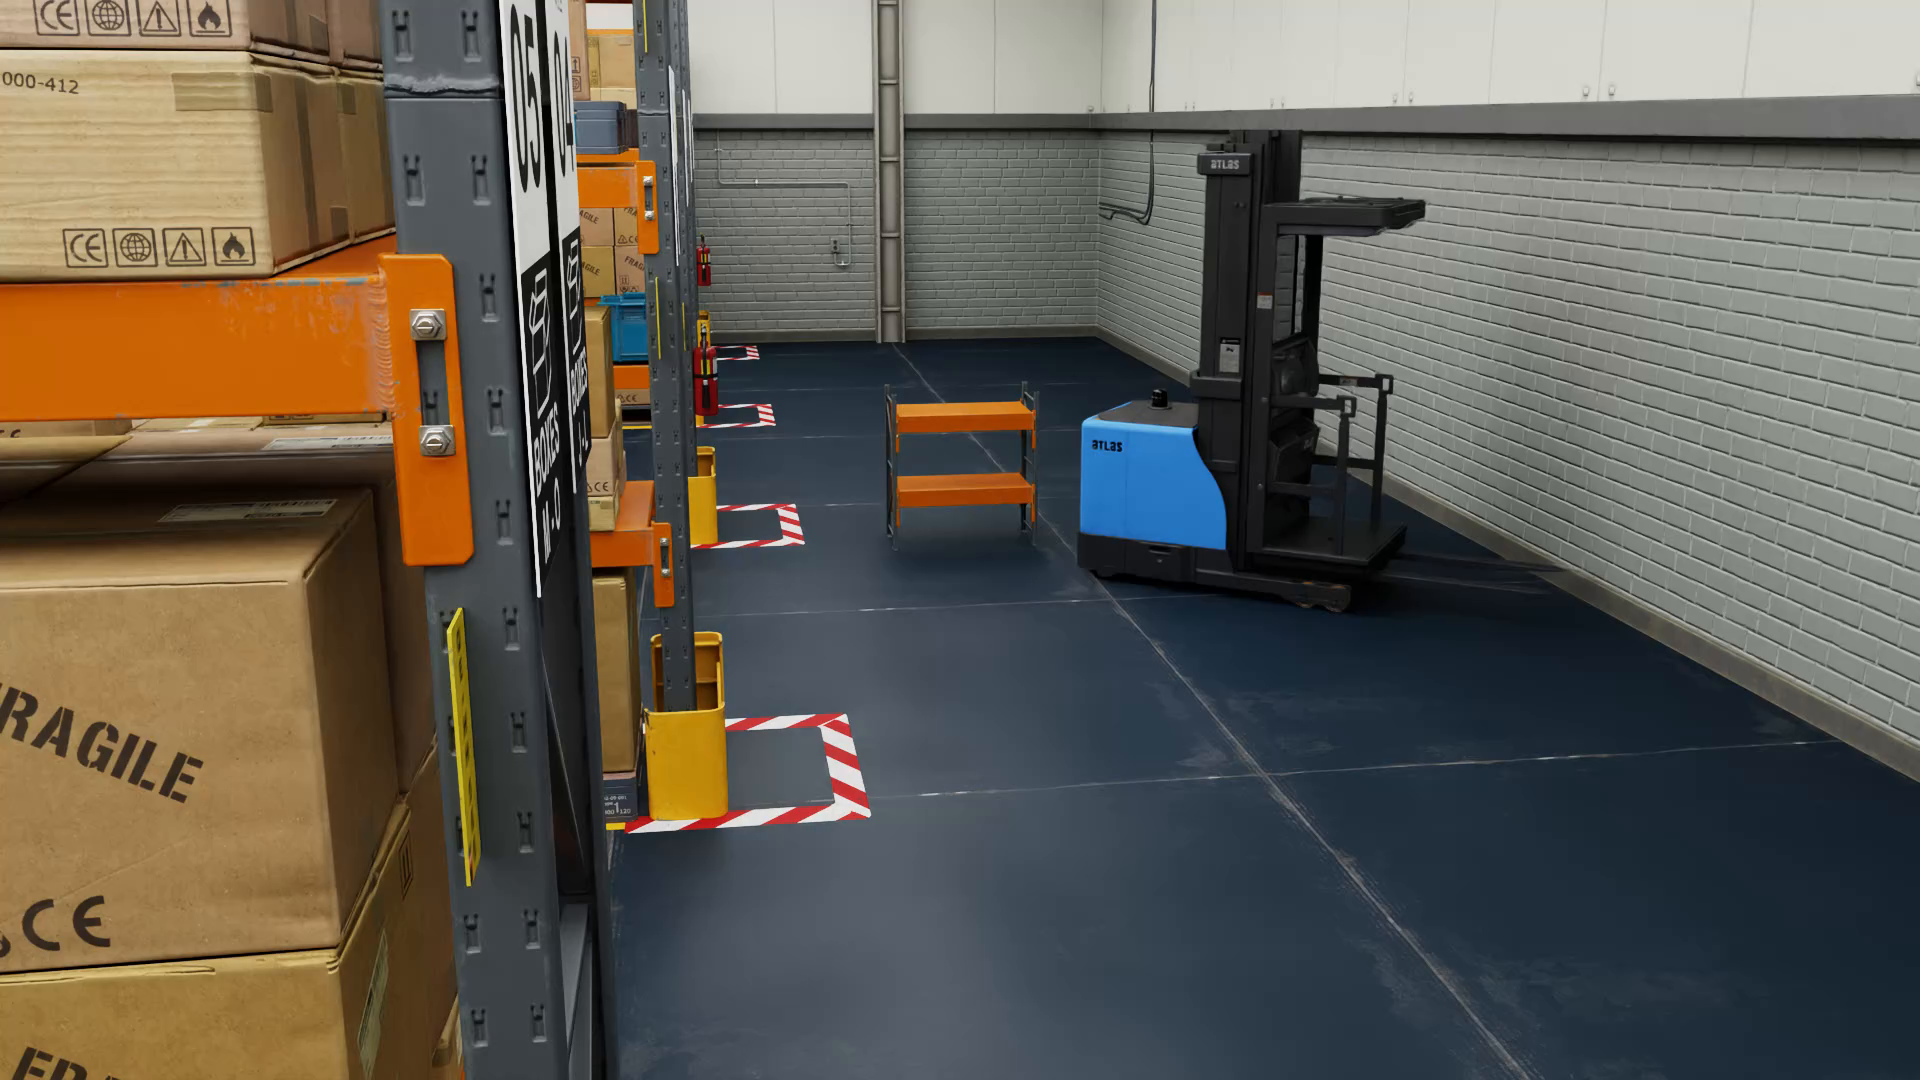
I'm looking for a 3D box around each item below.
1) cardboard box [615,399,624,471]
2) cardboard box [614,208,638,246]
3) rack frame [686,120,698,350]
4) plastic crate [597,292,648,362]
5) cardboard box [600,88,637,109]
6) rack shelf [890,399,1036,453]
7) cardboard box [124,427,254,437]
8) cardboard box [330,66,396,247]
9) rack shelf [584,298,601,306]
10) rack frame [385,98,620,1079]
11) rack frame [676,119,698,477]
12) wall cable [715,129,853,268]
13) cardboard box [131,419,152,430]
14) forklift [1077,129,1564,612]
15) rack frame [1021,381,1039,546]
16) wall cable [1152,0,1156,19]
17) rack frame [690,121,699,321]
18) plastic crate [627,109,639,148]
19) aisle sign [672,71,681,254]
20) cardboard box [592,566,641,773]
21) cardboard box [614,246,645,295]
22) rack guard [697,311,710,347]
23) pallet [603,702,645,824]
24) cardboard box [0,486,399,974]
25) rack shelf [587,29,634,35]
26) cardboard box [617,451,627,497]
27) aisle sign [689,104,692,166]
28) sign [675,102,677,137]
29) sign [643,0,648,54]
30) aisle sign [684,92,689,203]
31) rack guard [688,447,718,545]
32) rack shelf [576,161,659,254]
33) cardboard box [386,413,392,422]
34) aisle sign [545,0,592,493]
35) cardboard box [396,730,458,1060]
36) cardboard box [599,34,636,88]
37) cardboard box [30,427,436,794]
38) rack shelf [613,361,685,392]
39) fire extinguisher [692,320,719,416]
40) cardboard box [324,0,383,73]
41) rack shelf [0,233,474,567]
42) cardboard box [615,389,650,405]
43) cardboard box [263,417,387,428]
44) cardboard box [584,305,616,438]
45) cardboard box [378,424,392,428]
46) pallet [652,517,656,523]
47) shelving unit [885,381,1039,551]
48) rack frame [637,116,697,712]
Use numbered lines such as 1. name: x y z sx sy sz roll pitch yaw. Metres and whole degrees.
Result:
1. cardboard box: -1.819 -0.483 7.679 0.500 0.250 0.500 -2 14 -10
2. cardboard box: -3.175 -3.198 16.548 0.500 0.500 0.500 -2 14 -9
3. rack frame: -2.776 -2.747 17.010 0.127 3.000 1.000 -2 14 -8
4. plastic crate: -2.345 -1.545 12.019 0.499 0.435 0.616 -2 14 -8
5. cardboard box: -3.246 -4.292 16.284 0.500 0.250 0.500 -2 14 -8
6. rack shelf: 0.007 -0.830 12.015 1.000 0.278 0.538 -2 14 -8
7. cardboard box: -3.263 -0.298 6.940 0.500 0.250 0.500 -2 14 -8
8. cardboard box: -1.147 -0.595 2.570 0.500 0.250 0.500 -2 14 -6
9. rack shelf: -4.754 -2.326 16.808 4.000 0.370 1.077 -2 14 -8
10. rack frame: -0.665 0.832 2.736 0.127 3.000 1.000 -2 14 -8
11. rack frame: -2.042 -1.556 12.258 0.127 3.000 1.000 -2 14 -8
12. wall cable: -2.392 -4.705 22.729 1.851 1.984 0.084 -2 14 -8
13. cardboard box: -3.846 -0.408 7.378 0.500 0.250 0.500 -2 14 -7
14. forklift: 2.342 -1.117 10.651 3.031 2.935 1.130 7 16 26
15. rack frame: 0.509 -0.564 12.159 0.032 1.125 0.500 -2 14 -8
16. wall cable: 2.532 -7.260 18.674 0.112 2.526 3.097 -2 14 -8
17. rack frame: -3.518 -3.939 21.761 0.127 3.000 1.000 -2 14 -8
18. plastic crate: -2.464 -3.000 12.121 0.590 0.269 0.497 -2 14 -8
19. aisle sign: -1.277 -1.700 7.490 0.004 0.787 0.394 -2 14 -8
20. cardboard box: -1.925 0.505 7.546 0.875 0.875 0.875 -2 14 -8
21. cardboard box: -3.178 -2.714 16.672 0.500 0.500 0.500 -2 14 -7
22. rack guard: -3.494 -2.727 22.068 0.348 0.500 1.175 -2 14 -8
23. pallet: -2.083 1.036 7.656 1.213 0.211 1.003 -2 14 -8
24. cardboard box: -1.080 0.231 2.261 0.500 0.500 0.500 -2 14 -9
25. rack shelf: -5.495 -6.233 20.878 4.000 0.370 1.077 -2 14 -8
26. cardboard box: -1.704 -0.309 7.804 0.250 0.149 0.380 -2 14 -8
27. aisle sign: -2.752 -4.081 16.985 0.004 0.787 0.394 -2 14 -8
28. sign: -1.944 -2.828 11.381 0.005 0.325 0.100 -2 14 -8
29. sign: -1.237 -2.079 6.522 0.005 0.325 0.100 -2 14 -8
30. aisle sign: -2.015 -2.891 12.237 0.004 0.787 0.394 -2 14 -8
31. rack guard: -2.020 -0.347 12.578 0.348 0.500 1.175 -2 14 -8
32. rack shelf: -3.281 -1.398 6.941 4.000 0.370 1.077 -2 14 -8
33. cardboard box: -2.313 -0.829 7.516 0.500 0.500 0.500 -2 14 -10
34. aisle sign: -0.637 -0.503 2.718 0.004 0.787 0.394 -2 14 -8
35. cardboard box: -1.150 0.590 2.888 0.500 0.500 0.500 -1 14 -6
36. cardboard box: -3.281 -4.713 16.421 0.500 0.500 0.700 -2 14 -8
37. cardboard box: -1.148 0.107 2.756 0.500 0.500 0.500 -2 14 -9
38. rack shelf: -4.019 -1.134 12.057 4.000 0.370 1.077 -2 14 -8
39. fire extinguisher: -1.825 -1.233 11.899 0.183 0.674 0.296 -2 14 -8
40. cardboard box: -1.147 -0.838 2.513 0.500 0.250 0.500 -2 14 -7
41. rack shelf: -2.642 -0.201 2.170 4.000 0.370 1.077 -2 14 -8
42. cardboard box: -3.277 -1.669 16.946 0.500 0.500 0.500 -2 14 -8
43. cardboard box: -2.829 -0.446 7.529 0.500 0.250 0.500 -3 14 -10
44. cardboard box: -1.746 -0.719 7.076 0.500 0.500 0.500 -2 14 -8
45. cardboard box: -2.245 -0.336 7.093 0.500 0.250 0.500 -2 14 -9
46. pallet: -2.863 -0.183 12.516 1.213 0.211 1.003 -2 14 -8
47. shelving unit: 0.007 -0.546 12.086 1.048 1.125 0.538 -2 14 -8
48. rack frame: -1.304 -0.364 7.508 0.127 3.000 1.000 -2 14 -8
